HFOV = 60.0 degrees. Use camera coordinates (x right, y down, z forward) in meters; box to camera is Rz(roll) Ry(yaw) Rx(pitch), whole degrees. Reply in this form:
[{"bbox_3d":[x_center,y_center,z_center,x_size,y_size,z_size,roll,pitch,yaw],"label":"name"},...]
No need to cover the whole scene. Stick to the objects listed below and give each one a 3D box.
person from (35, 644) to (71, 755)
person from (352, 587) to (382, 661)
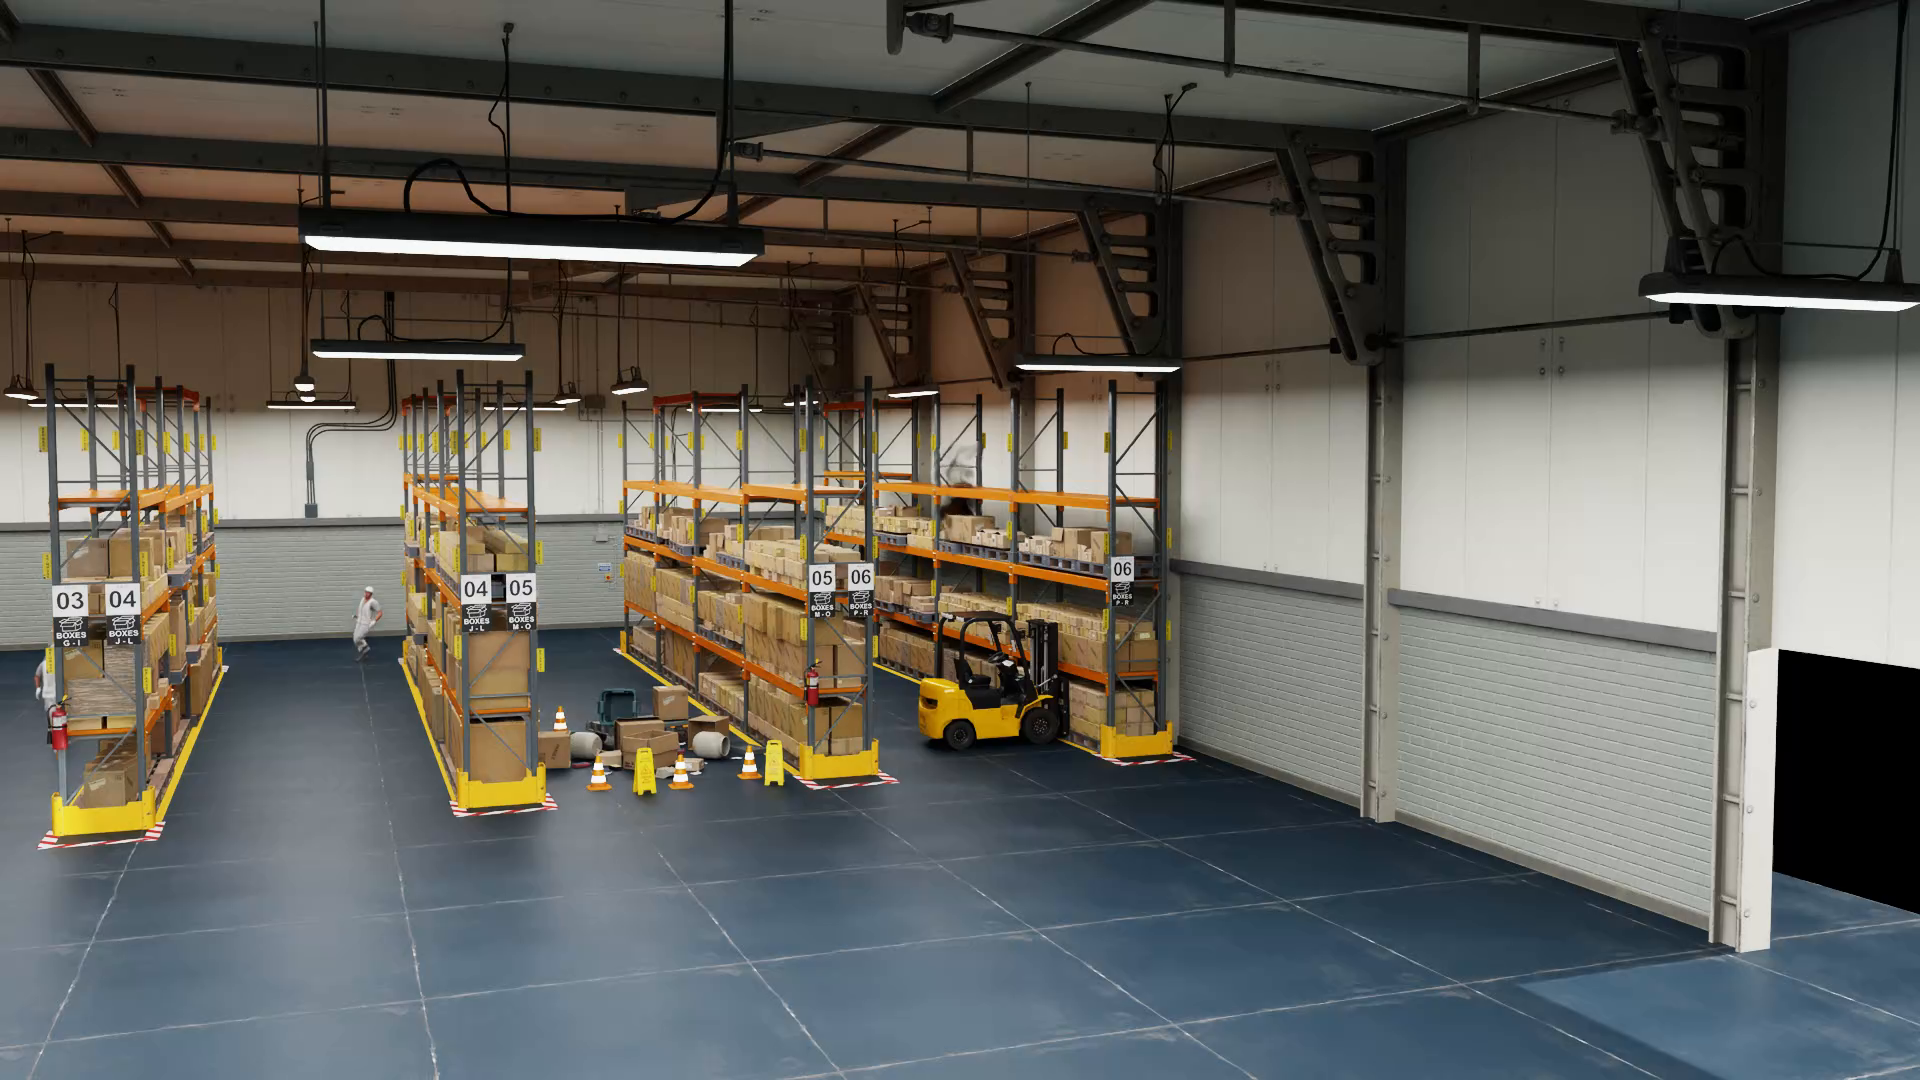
[{"bbox_3d":[-14.561,2.542,26.855,0.689,1.761,0.877,-1,4,-23],"label":"person"},{"bbox_3d":[-13.646,1.925,38.043,0.709,1.717,0.499,2,4,28],"label":"person"}]
